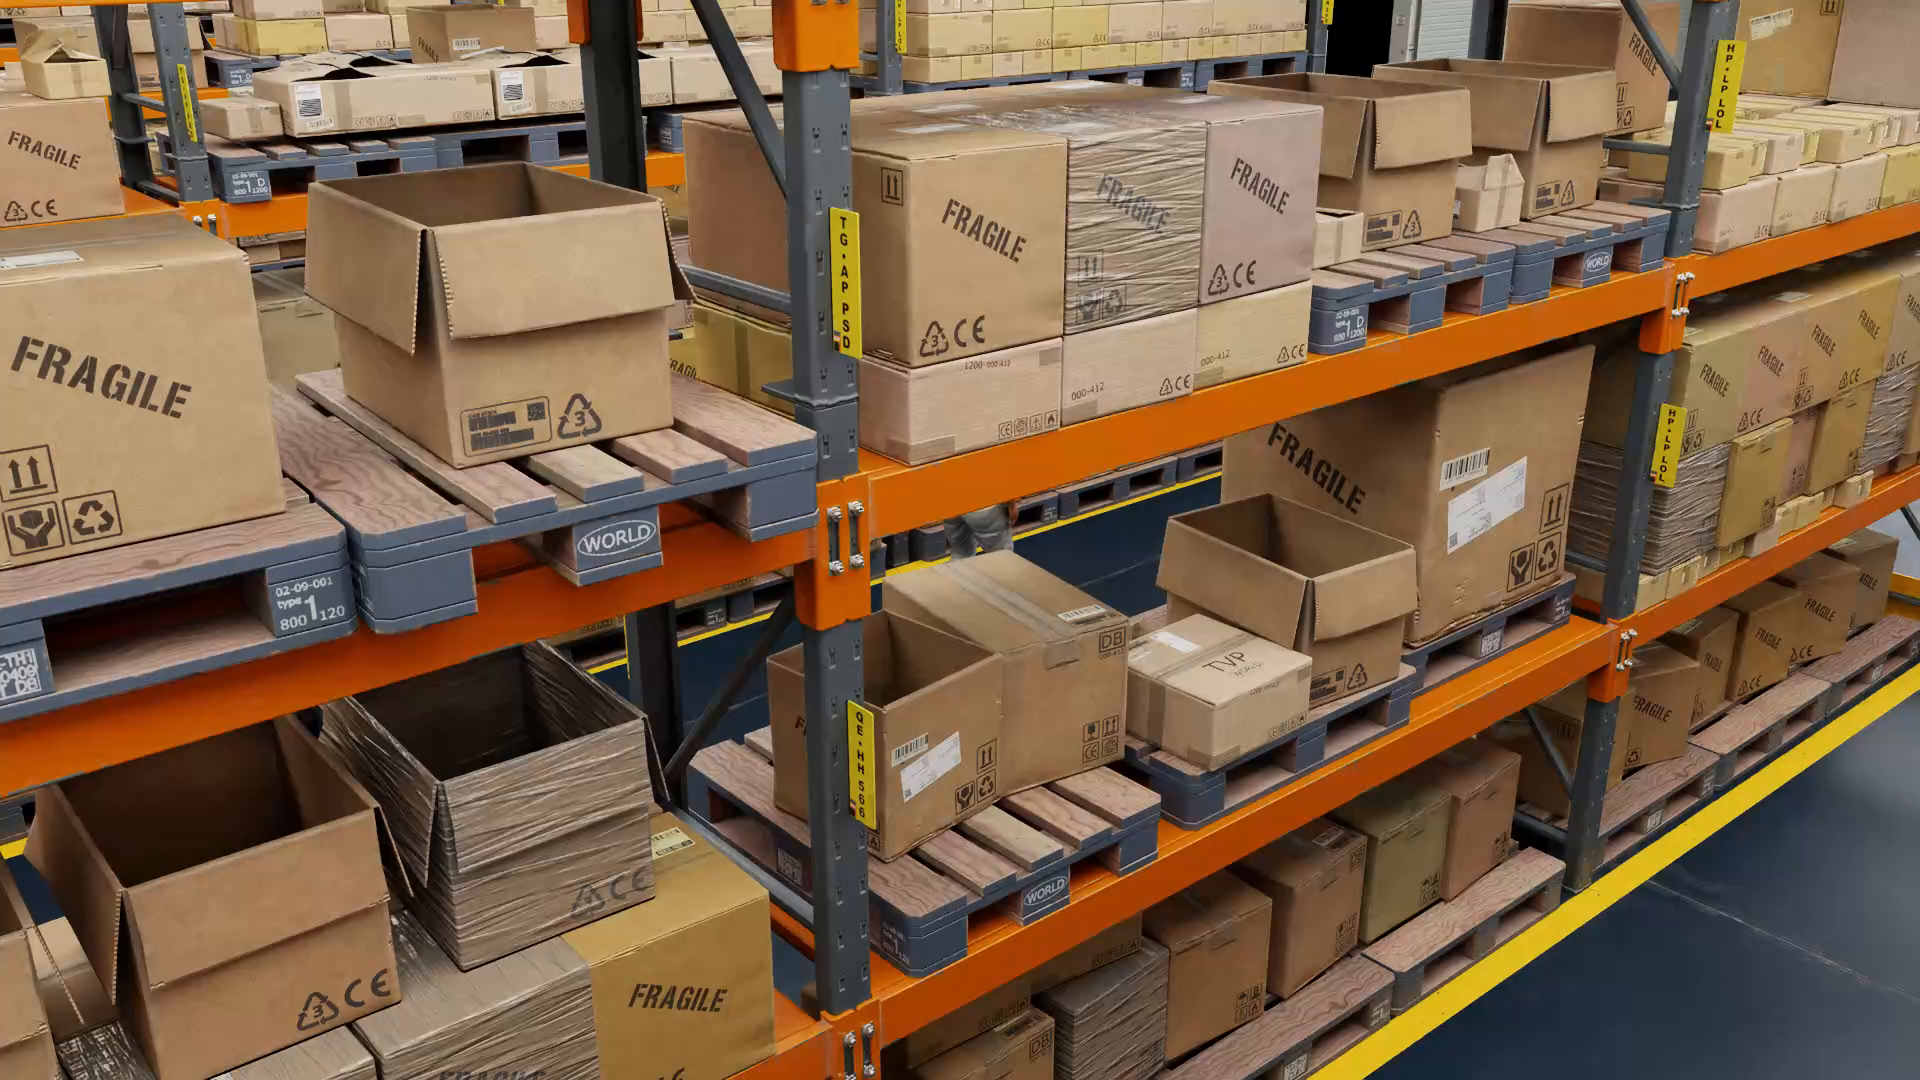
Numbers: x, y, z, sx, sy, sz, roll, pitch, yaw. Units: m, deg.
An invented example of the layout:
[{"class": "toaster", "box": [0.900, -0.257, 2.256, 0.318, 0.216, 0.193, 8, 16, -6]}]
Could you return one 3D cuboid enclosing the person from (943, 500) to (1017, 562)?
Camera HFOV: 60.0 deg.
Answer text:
[{"class": "person", "box": [0.115, -0.227, 9.663, 0.539, 1.665, 0.468, 16, 26, 35]}]
